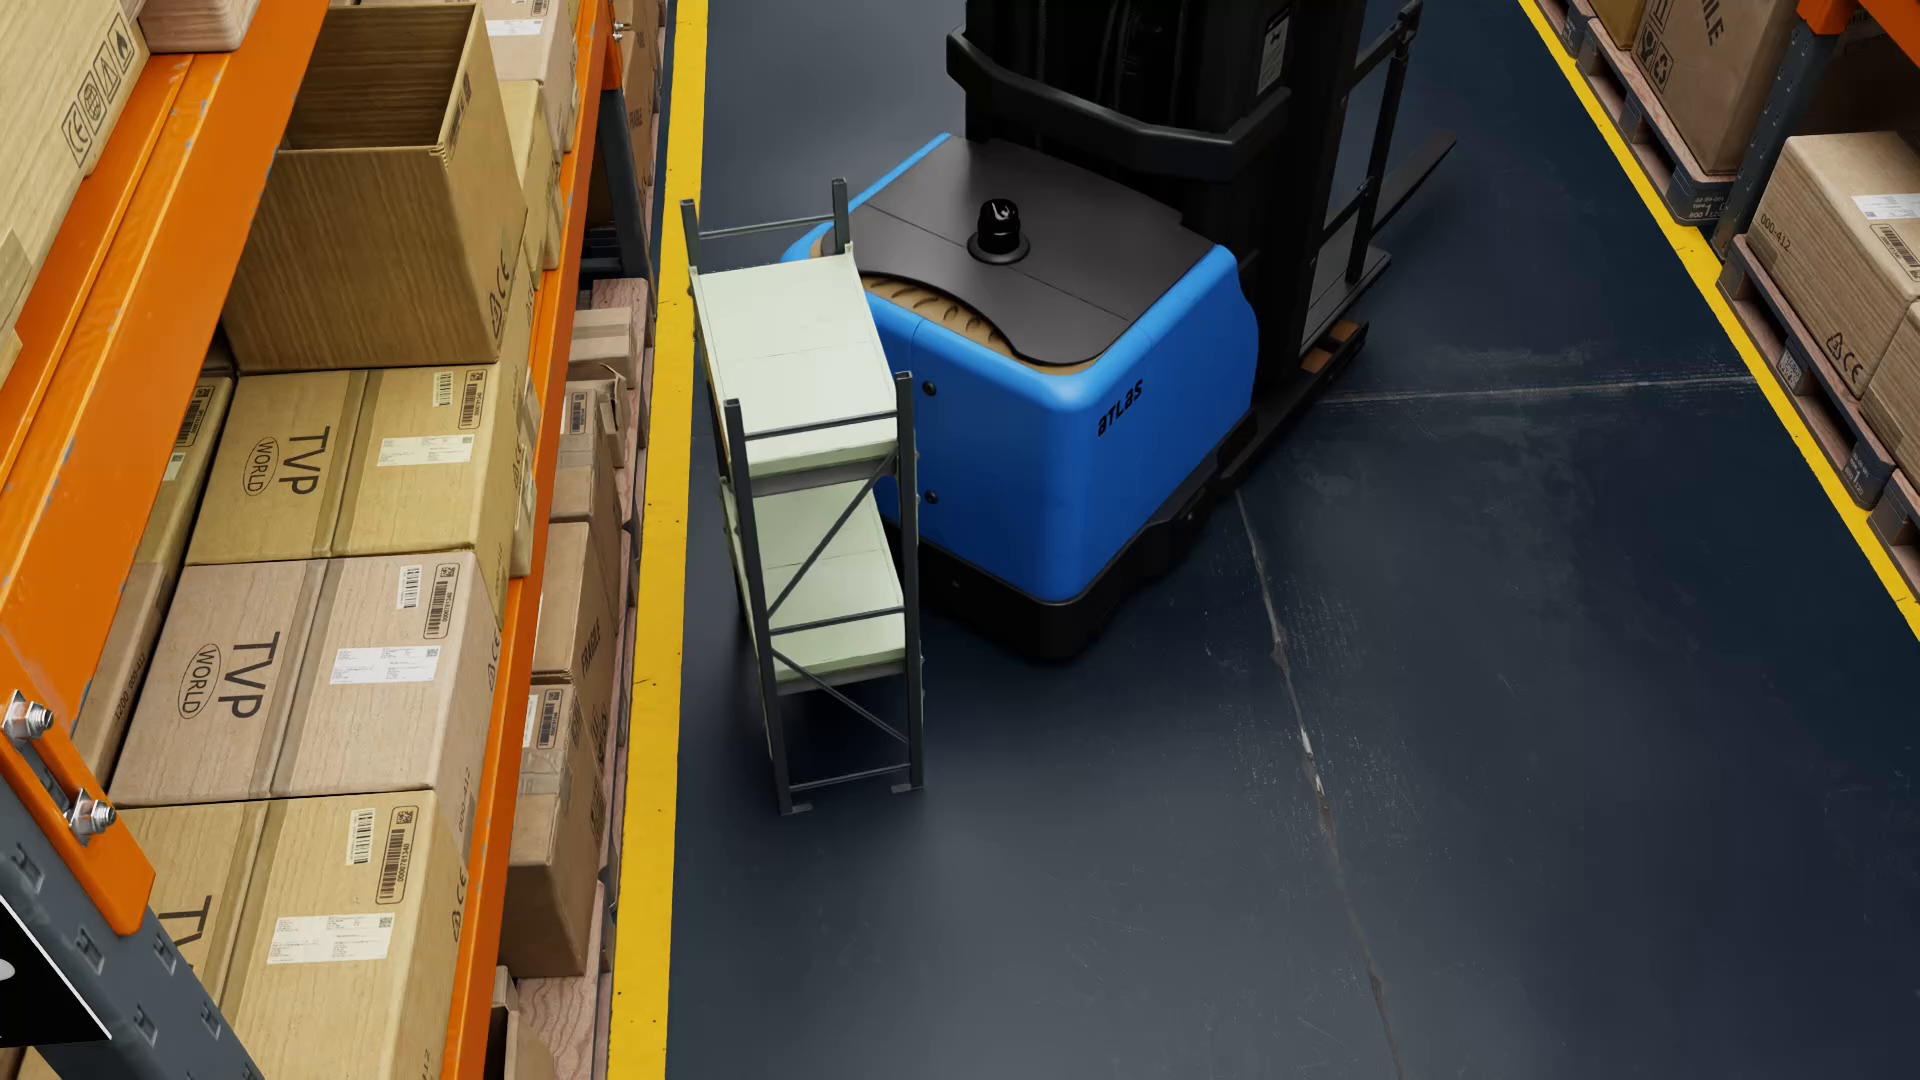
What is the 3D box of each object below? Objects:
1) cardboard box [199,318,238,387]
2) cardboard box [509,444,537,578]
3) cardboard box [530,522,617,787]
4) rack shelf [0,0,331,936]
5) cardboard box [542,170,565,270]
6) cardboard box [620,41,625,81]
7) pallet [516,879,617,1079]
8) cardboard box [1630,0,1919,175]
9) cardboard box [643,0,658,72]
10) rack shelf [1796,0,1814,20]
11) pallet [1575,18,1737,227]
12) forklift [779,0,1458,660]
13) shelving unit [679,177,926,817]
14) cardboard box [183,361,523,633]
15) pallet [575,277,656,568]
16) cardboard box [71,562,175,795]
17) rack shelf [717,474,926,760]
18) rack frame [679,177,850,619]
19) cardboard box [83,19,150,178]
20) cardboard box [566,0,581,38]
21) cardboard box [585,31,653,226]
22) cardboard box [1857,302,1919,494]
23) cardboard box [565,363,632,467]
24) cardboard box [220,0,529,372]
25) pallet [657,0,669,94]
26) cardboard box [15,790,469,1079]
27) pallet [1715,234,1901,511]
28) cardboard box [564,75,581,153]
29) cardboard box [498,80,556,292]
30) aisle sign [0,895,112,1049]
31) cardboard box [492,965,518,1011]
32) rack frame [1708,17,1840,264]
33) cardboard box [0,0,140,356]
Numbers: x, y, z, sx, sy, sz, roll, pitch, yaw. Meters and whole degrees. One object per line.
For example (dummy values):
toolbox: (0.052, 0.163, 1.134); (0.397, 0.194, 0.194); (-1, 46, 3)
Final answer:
cardboard box: (-1.690, -0.422, 3.482); (0.500, 0.250, 0.500); (-4, 47, -3)
cardboard box: (-1.077, -0.048, 3.402); (0.380, 0.149, 0.250); (-5, 47, -4)
cardboard box: (-1.198, 0.313, 4.320); (0.500, 0.500, 0.500); (-3, 47, -3)
rack shelf: (-1.432, -1.176, 2.727); (1.077, 0.370, 4.000); (-3, 47, -3)
cardboard box: (-1.187, -0.789, 4.104); (0.380, 0.149, 0.250); (-4, 47, -4)
cardboard box: (-1.364, -1.622, 5.706); (0.380, 0.149, 0.250); (-1, 47, -1)
pallet: (-1.338, 1.383, 3.795); (1.003, 0.211, 1.213); (-3, 47, -3)
cardboard box: (3.215, -2.001, 6.253); (0.875, 0.875, 0.875); (-2, 47, -2)
cardboard box: (-1.507, -2.233, 6.731); (0.500, 0.500, 0.500); (-5, 47, -4)
rack shelf: (3.179, -3.343, 6.845); (1.077, 0.370, 4.000); (-3, 47, -3)
pallet: (3.207, -1.738, 6.750); (1.003, 0.211, 1.213); (-3, 47, -3)
forklift: (0.764, -1.691, 4.833); (1.130, 2.935, 3.031); (28, 53, 24)
shelving unit: (-0.383, -0.060, 4.274); (0.431, 1.500, 0.755); (-10, 47, -9)
cardboard box: (-1.122, -0.071, 3.150); (0.500, 0.250, 0.500); (-4, 47, -4)
pallet: (-1.543, -0.383, 5.467); (1.003, 0.211, 1.213); (-3, 47, -3)
cardboard box: (-1.609, 0.315, 2.784); (0.500, 0.250, 0.500); (-3, 47, -3)
rack shelf: (-0.383, 0.164, 4.511); (0.431, 0.370, 0.720); (-10, 47, -9)
rack frame: (-0.469, -0.318, 4.518); (0.400, 1.500, 0.023); (-10, 47, -9)
cardboard box: (-1.112, -0.509, 1.773); (0.380, 0.149, 0.250); (-3, 47, -3)
cardboard box: (-1.313, -1.536, 4.537); (0.500, 0.250, 0.500); (-2, 47, -2)
cardboard box: (-1.415, -1.487, 6.025); (0.500, 0.500, 0.500); (-2, 47, -2)
cardboard box: (3.368, -0.298, 4.942); (0.875, 0.438, 0.875); (-5, 47, -4)
cardboard box: (-1.230, -0.399, 5.156); (0.396, 0.266, 0.258); (-2, 47, -2)
cardboard box: (-1.160, -0.683, 3.213); (0.500, 0.500, 0.500); (-2, 47, -2)
pallet: (-1.810, -2.351, 7.331); (1.003, 0.211, 1.213); (-3, 47, -3)
cardboard box: (-1.034, 0.660, 2.457); (0.500, 0.250, 0.500); (-3, 47, -3)
pallet: (3.332, -0.629, 5.701); (1.003, 0.211, 1.213); (-3, 47, -3)
cardboard box: (-1.232, -1.163, 4.459); (0.380, 0.149, 0.250); (-2, 47, -2)
cardboard box: (-1.228, -0.813, 3.852); (0.500, 0.250, 0.500); (-4, 47, -4)
aisle sign: (-0.966, 0.193, 1.211); (0.394, 0.787, 0.004); (-3, 47, -3)
cardboard box: (-1.218, 1.133, 3.785); (0.380, 0.149, 0.250); (-5, 47, -5)
rack frame: (3.347, -2.143, 5.214); (1.000, 3.000, 0.127); (-3, 47, -3)
cardboard box: (-1.029, -0.364, 1.362); (0.500, 0.250, 0.500); (-4, 47, -4)
